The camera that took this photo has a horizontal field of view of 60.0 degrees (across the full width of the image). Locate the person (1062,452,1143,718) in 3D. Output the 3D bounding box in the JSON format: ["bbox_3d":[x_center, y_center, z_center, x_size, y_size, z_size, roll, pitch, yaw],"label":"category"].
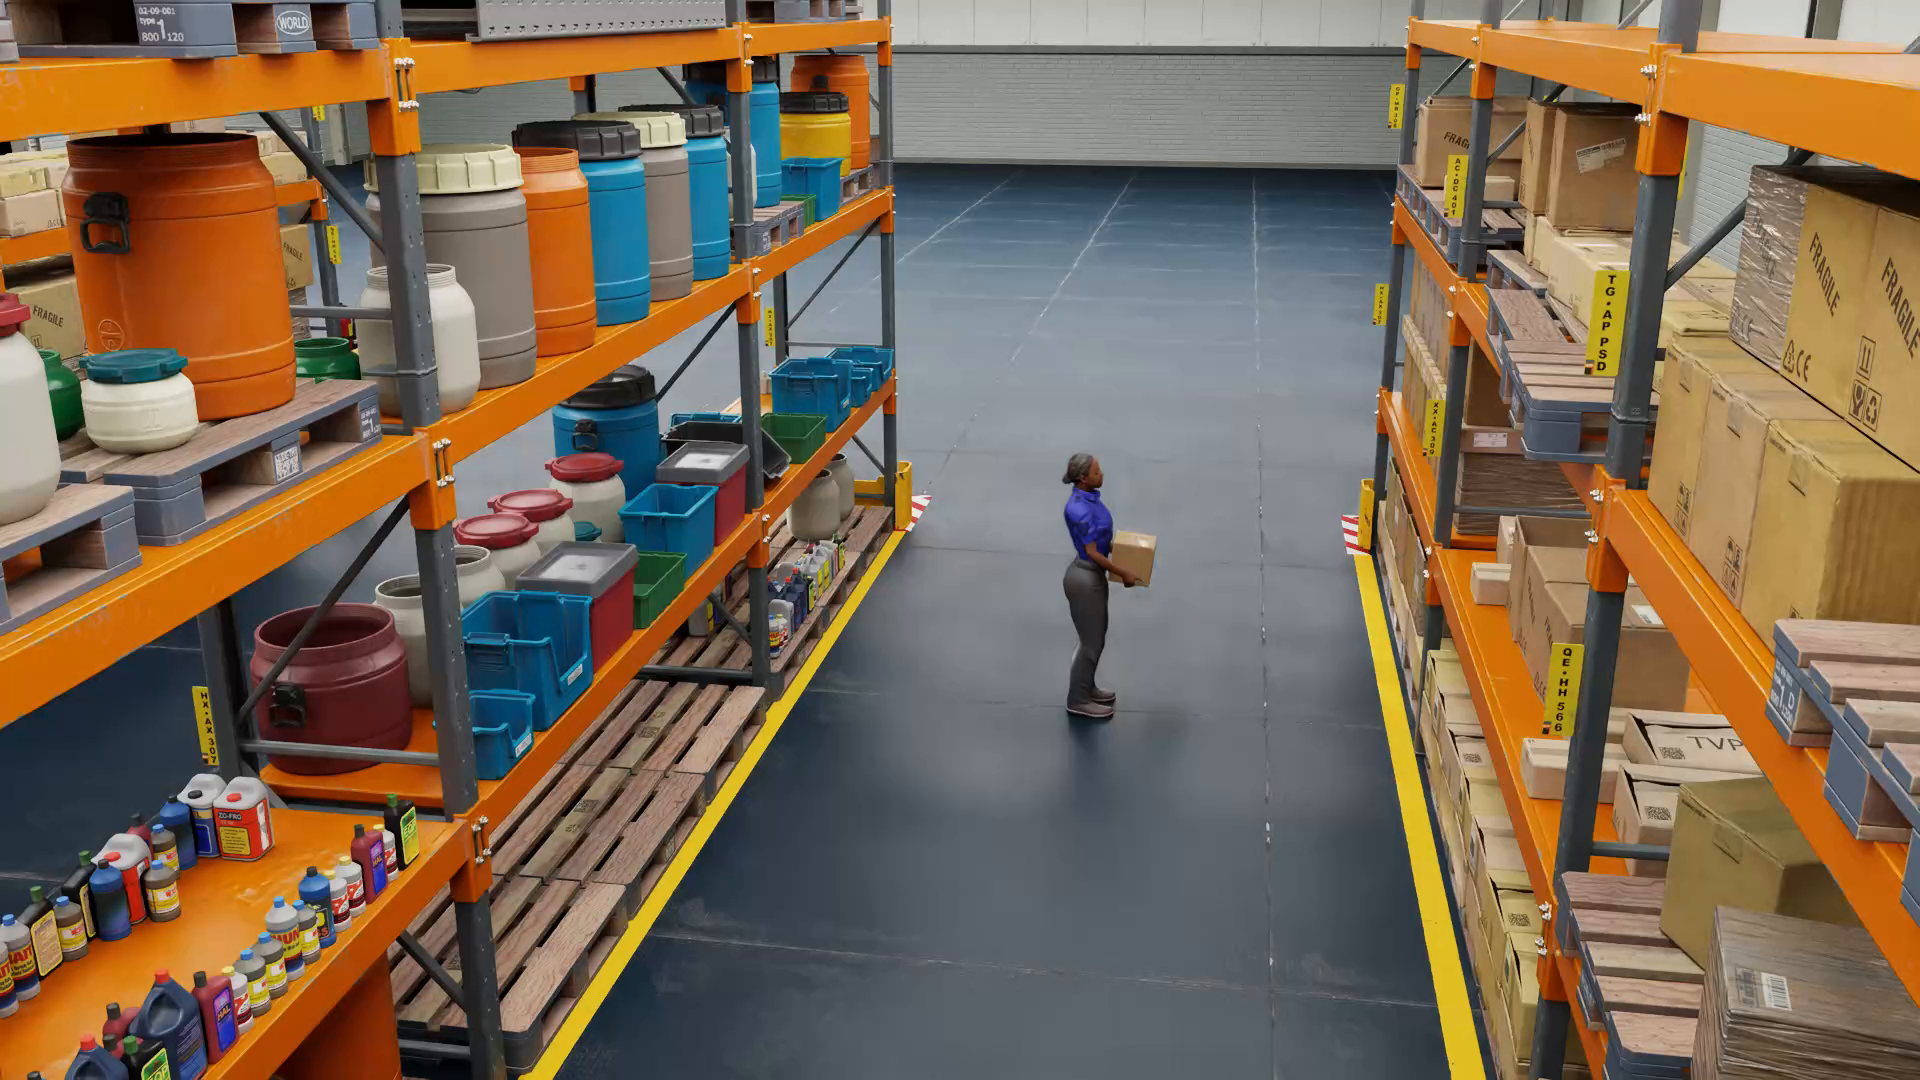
[{"bbox_3d":[0.876,0.276,10.251,0.523,1.634,0.450,3,18,10],"label":"person"}]
